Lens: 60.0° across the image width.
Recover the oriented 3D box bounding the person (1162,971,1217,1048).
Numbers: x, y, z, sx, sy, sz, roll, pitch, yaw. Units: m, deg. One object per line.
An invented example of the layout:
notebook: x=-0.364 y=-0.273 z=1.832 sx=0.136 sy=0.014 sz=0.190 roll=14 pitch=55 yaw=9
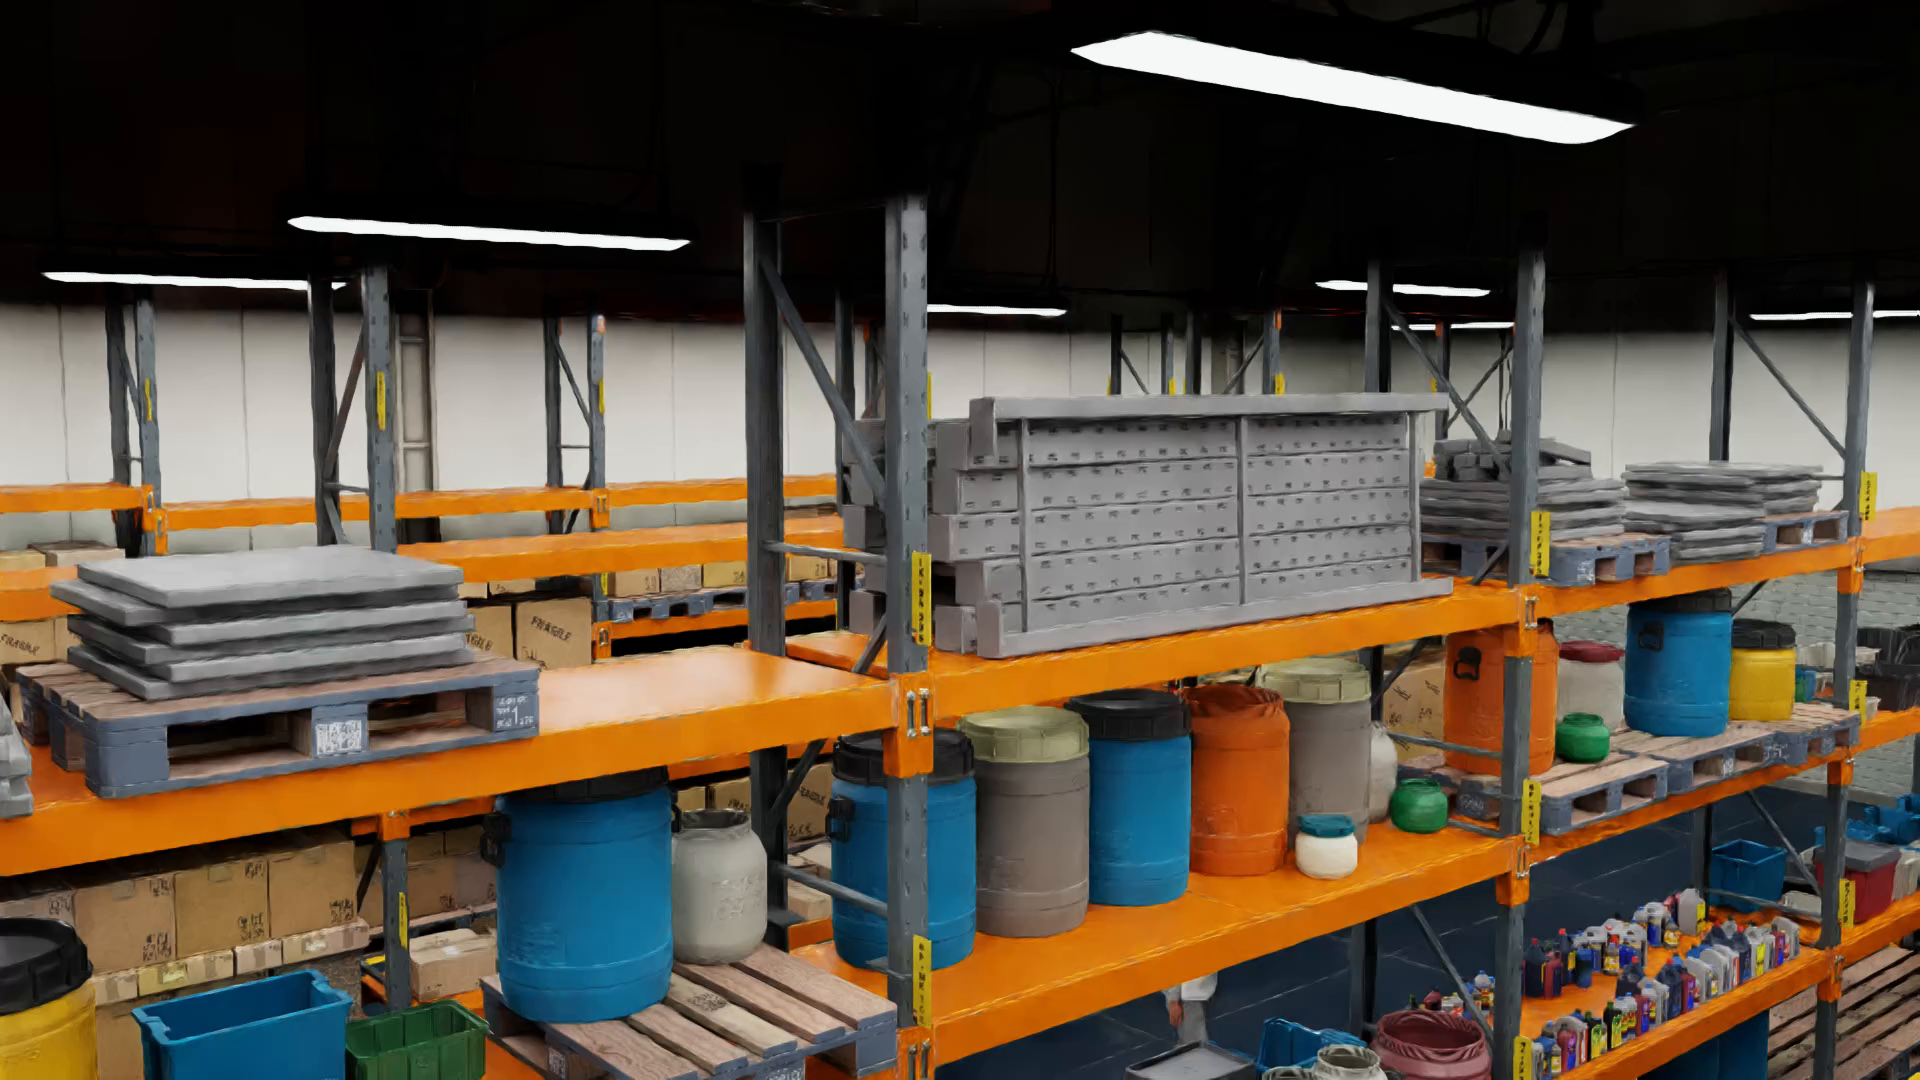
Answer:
person: x=1.578 y=3.166 z=11.625 sx=0.446 sy=1.770 sz=0.569 roll=2 pitch=6 yaw=23
